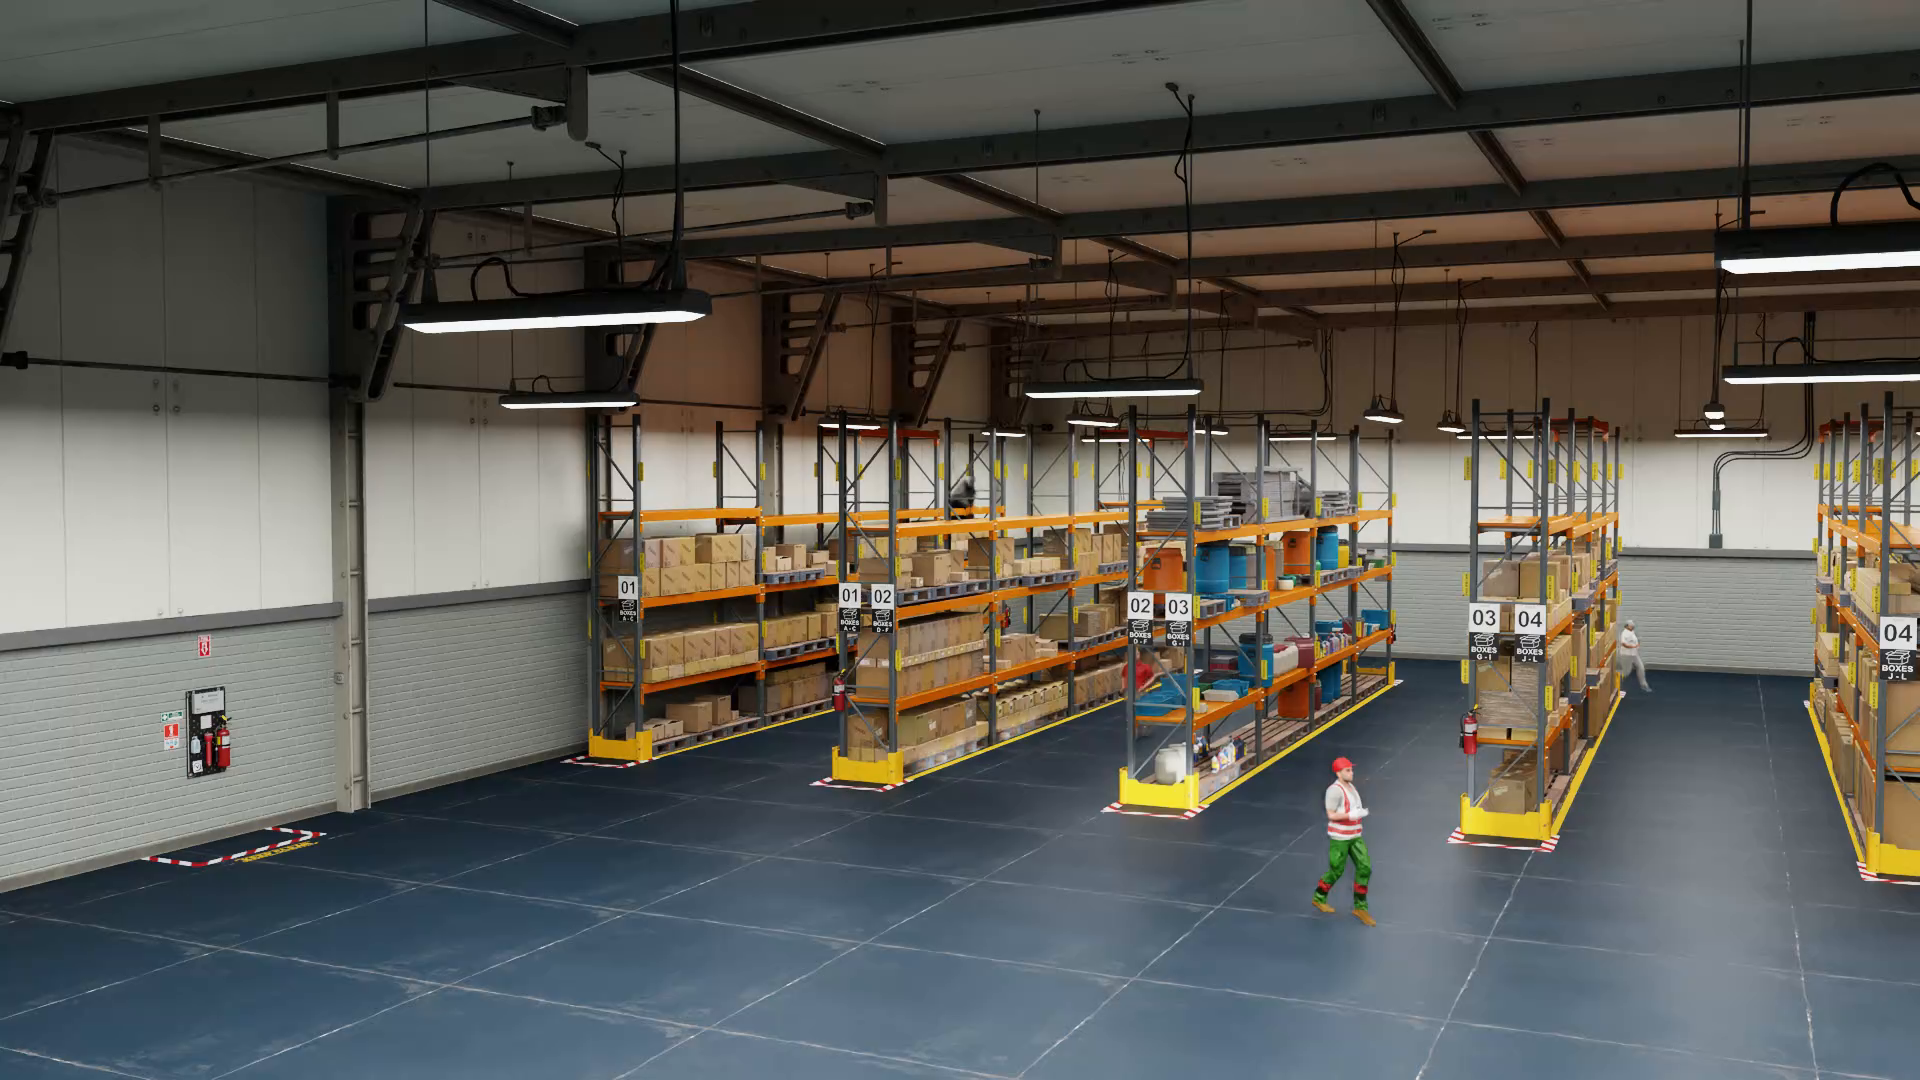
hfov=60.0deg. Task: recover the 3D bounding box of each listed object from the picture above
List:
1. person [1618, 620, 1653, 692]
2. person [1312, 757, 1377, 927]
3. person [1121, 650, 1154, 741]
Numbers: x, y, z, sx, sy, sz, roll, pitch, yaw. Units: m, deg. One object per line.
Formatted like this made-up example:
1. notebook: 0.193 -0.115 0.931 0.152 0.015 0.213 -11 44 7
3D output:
1. person: 15.222 2.635 37.842 0.925 1.660 0.638 2 3 41
2. person: 4.267 3.332 18.485 0.637 1.837 0.759 -2 3 -41
3. person: 3.297 2.882 31.022 0.656 1.682 0.664 1 3 23
